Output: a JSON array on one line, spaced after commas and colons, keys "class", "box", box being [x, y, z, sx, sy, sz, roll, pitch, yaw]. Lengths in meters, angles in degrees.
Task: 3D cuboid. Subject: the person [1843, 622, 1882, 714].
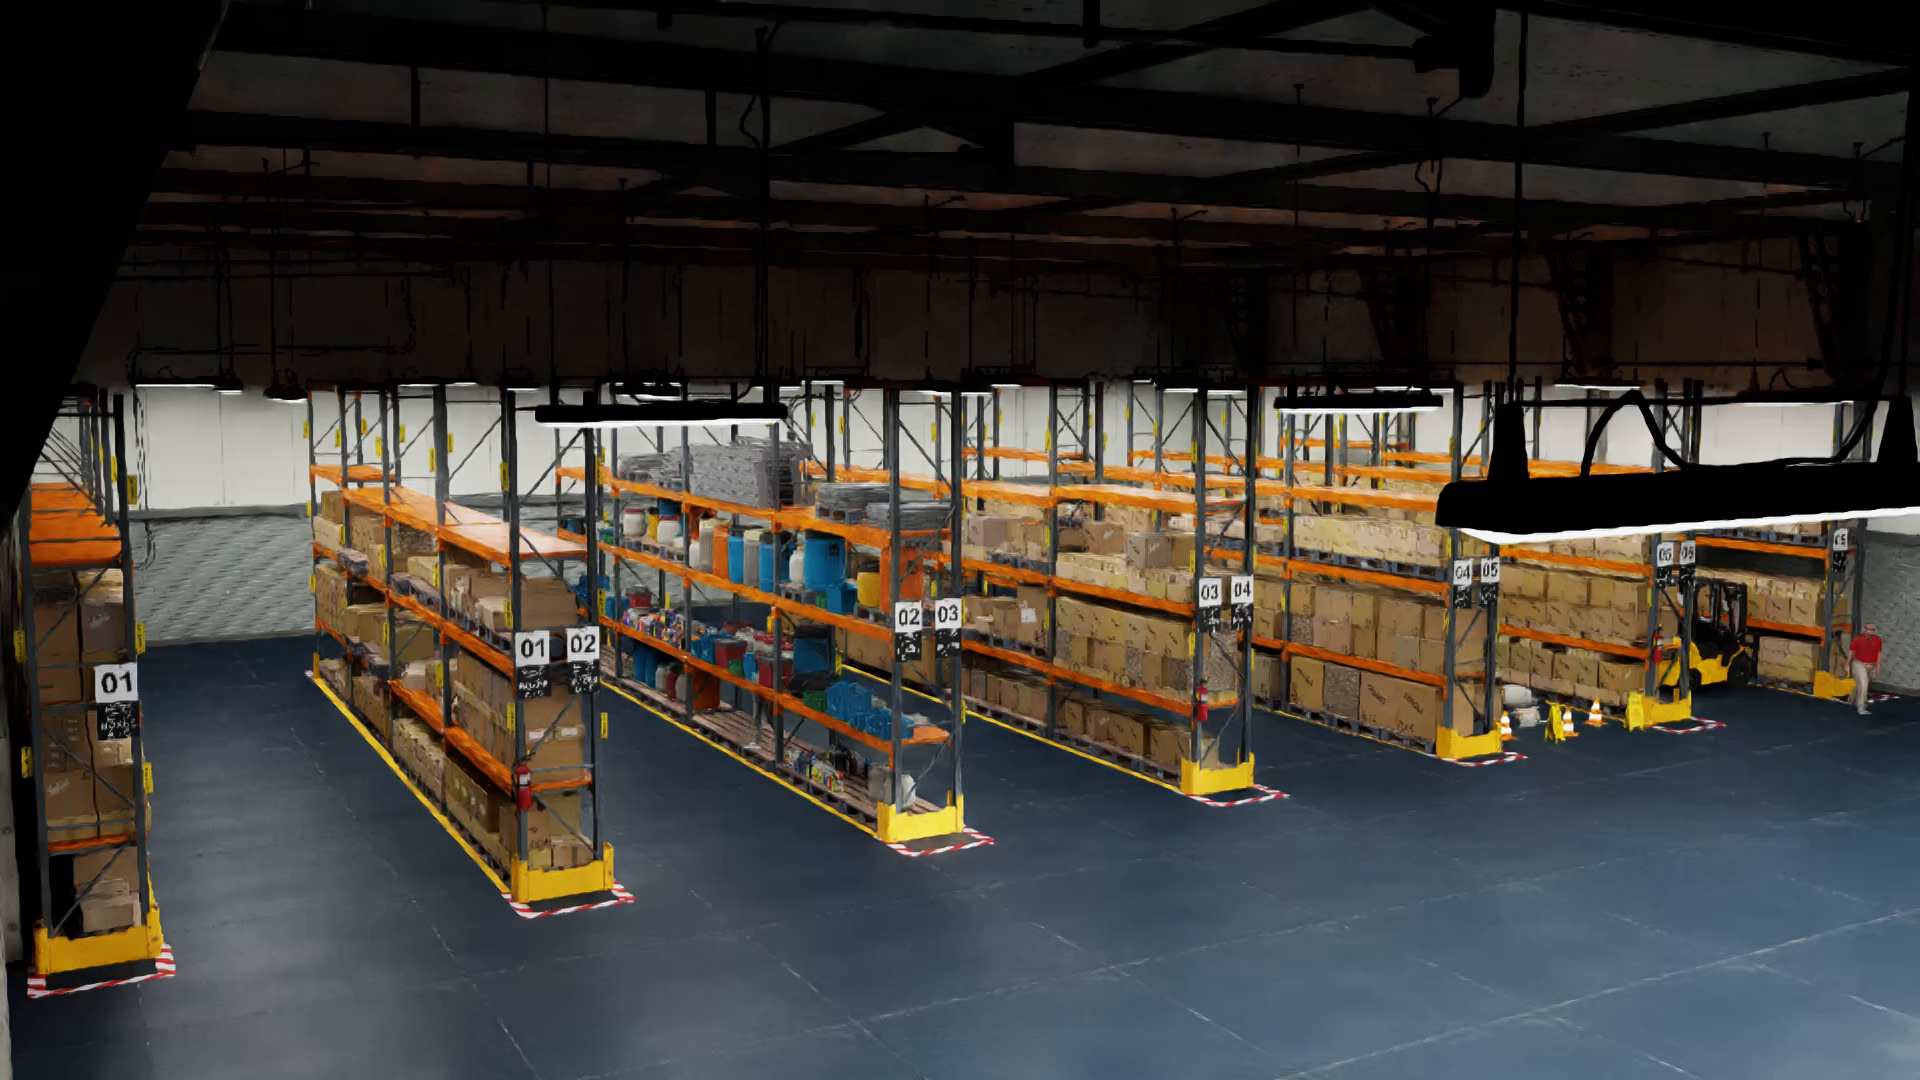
[{"class": "person", "box": [16.405, 2.296, 30.190, 0.582, 1.664, 0.981, -1, 6, -8]}]

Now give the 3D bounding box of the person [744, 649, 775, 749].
[{"class": "person", "box": [-3.108, 2.520, 26.357, 0.562, 1.586, 0.578, -5, 8, -42]}]
